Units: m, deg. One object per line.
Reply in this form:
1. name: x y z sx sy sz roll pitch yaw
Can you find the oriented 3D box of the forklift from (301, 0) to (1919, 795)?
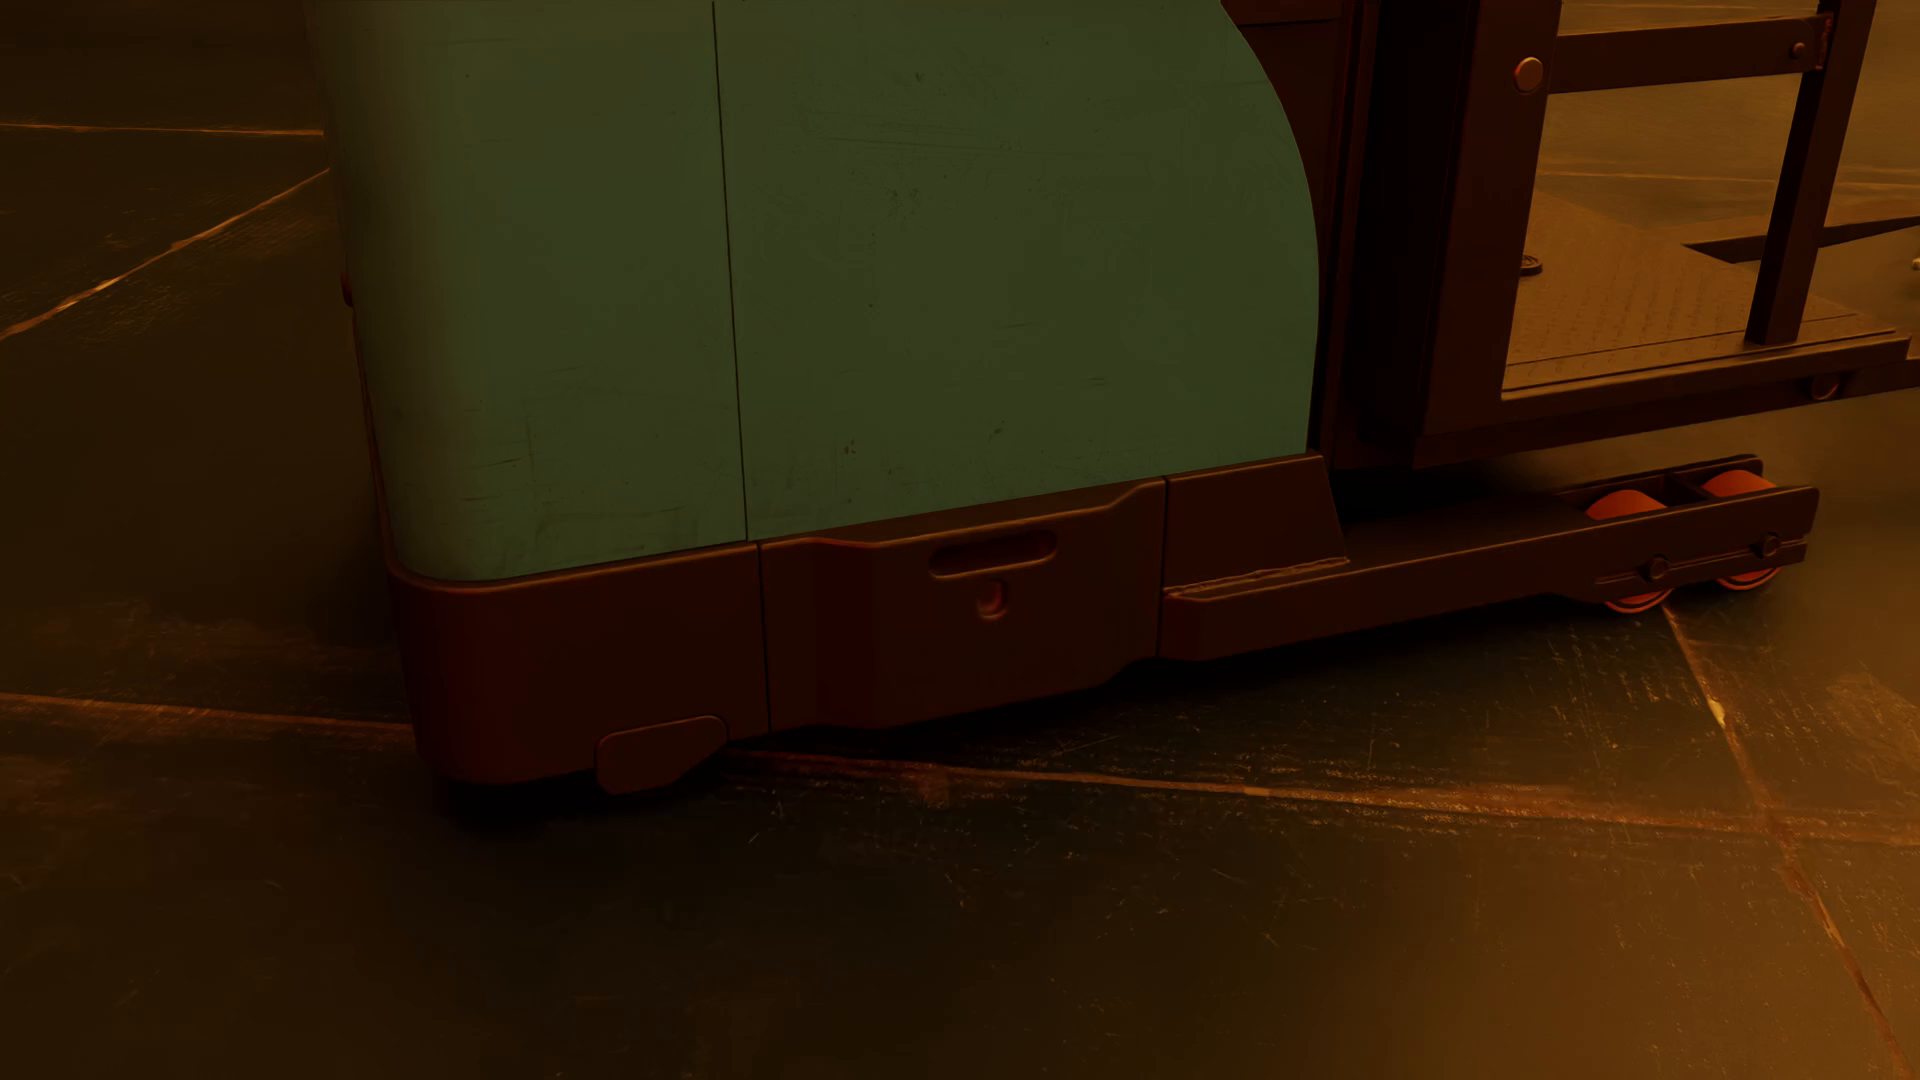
1. forklift: 0.666 -1.422 2.066 3.031 2.935 1.130 -9 28 -18
